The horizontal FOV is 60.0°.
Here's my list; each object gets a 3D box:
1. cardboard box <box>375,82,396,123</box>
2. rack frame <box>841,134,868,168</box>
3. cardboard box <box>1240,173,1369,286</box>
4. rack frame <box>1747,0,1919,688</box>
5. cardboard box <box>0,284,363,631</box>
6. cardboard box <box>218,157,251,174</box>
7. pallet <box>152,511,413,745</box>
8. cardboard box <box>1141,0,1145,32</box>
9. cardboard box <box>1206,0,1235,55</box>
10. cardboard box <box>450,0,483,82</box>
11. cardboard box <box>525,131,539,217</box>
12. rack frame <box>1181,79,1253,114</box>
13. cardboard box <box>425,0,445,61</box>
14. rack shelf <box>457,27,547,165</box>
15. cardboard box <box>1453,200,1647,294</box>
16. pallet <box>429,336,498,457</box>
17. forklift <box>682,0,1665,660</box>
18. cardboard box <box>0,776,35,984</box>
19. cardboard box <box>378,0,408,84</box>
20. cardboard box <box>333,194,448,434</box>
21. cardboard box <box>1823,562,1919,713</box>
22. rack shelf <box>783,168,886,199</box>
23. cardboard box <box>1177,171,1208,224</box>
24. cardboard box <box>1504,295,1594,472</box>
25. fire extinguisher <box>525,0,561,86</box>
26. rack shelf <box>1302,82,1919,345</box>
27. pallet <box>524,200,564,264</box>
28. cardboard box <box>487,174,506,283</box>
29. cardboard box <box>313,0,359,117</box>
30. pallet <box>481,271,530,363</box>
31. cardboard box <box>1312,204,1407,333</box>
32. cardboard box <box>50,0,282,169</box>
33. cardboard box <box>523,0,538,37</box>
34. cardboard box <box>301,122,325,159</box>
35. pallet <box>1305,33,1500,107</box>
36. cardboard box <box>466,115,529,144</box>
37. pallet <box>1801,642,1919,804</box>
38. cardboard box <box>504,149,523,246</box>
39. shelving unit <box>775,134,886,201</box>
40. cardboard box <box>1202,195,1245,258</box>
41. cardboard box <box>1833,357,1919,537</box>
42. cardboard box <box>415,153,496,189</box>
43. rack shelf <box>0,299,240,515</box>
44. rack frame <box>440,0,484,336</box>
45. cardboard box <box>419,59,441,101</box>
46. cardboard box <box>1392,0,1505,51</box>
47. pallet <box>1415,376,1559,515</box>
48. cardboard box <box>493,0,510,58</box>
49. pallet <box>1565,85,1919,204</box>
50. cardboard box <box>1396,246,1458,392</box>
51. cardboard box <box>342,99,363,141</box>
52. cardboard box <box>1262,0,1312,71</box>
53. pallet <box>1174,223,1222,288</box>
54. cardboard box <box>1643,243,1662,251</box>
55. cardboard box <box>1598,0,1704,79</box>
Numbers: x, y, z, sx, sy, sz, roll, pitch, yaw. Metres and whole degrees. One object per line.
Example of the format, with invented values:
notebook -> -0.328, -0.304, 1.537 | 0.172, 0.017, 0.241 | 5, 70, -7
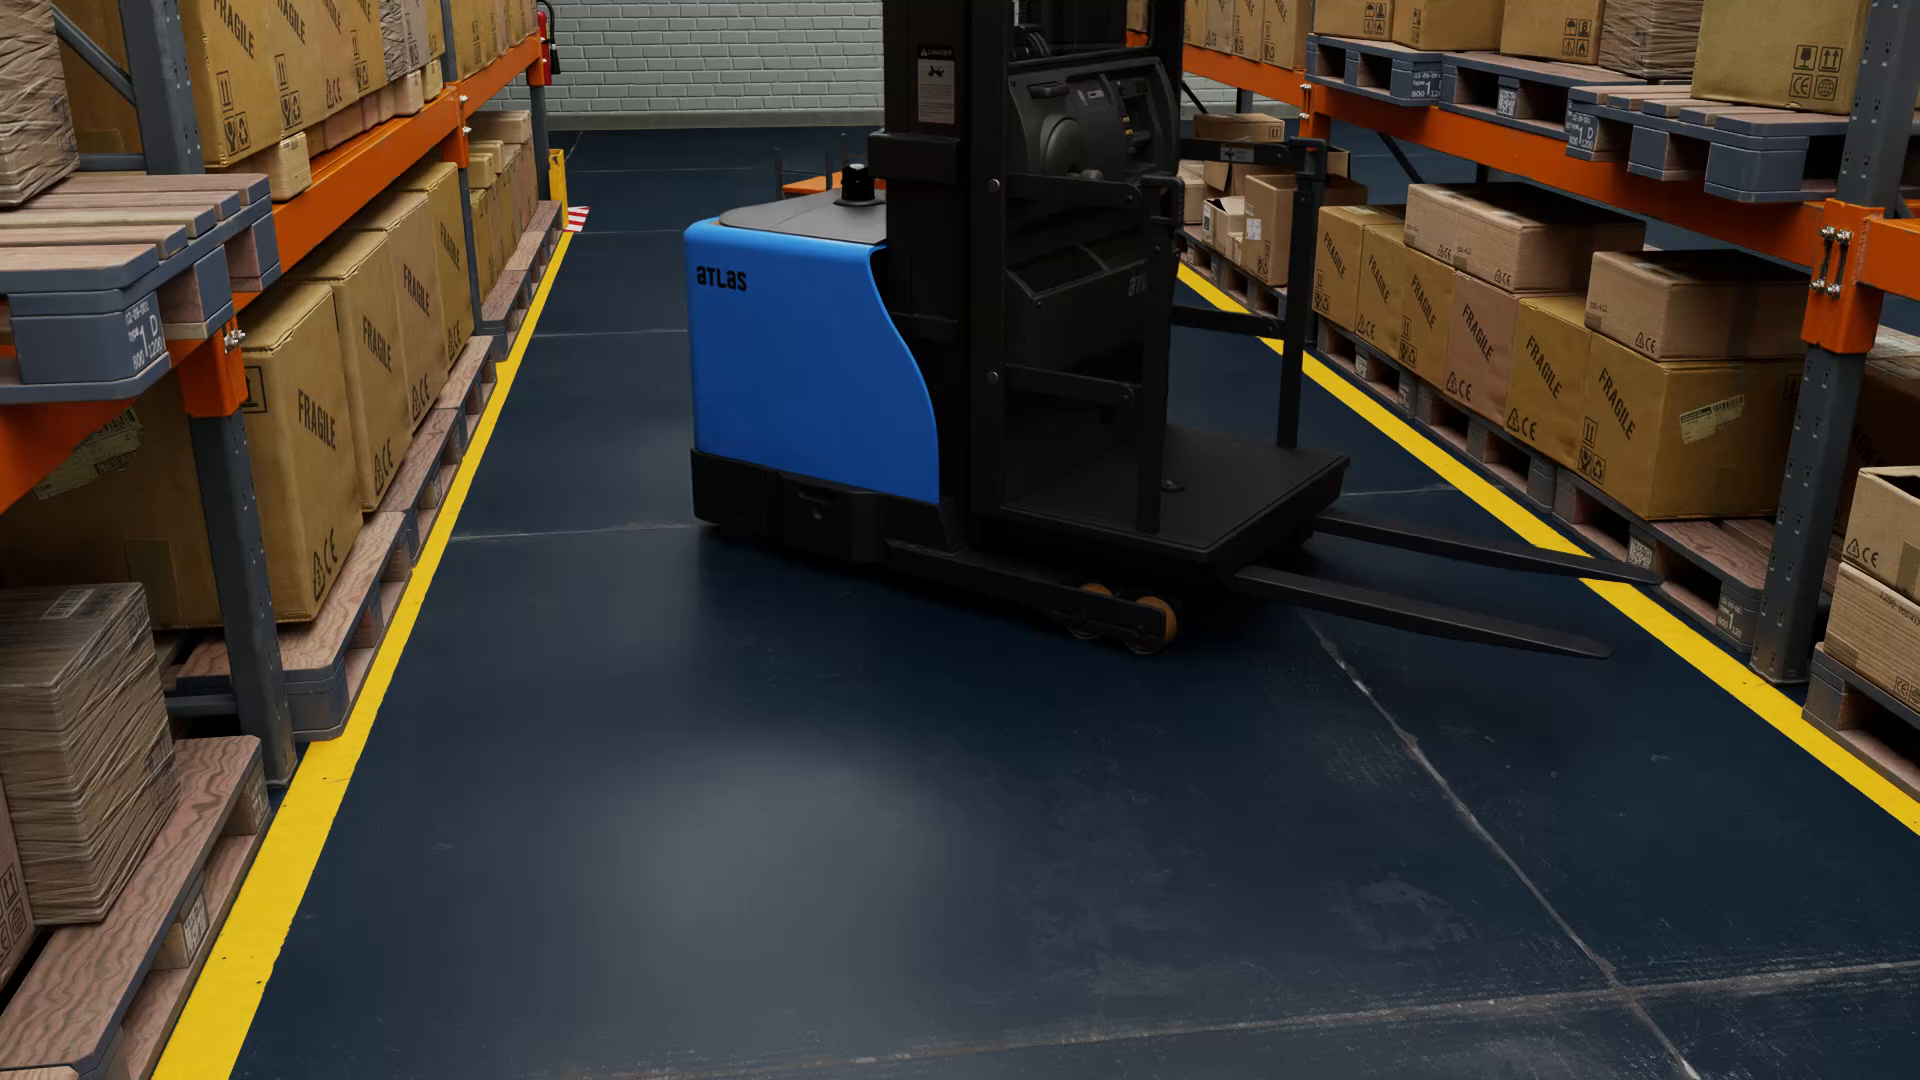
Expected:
cardboard box -> -2.285, -1.610, 6.071 | 0.380, 0.149, 0.250 | -3, 21, -8
rack frame -> -0.360, -1.030, 6.758 | 0.240, 1.200, 0.015 | 10, 23, 25
cardboard box -> 1.807, -1.645, 8.778 | 0.500, 0.500, 0.500 | -3, 21, -8
rack frame -> 2.746, -1.042, 4.219 | 1.000, 3.000, 0.127 | -3, 21, -8
cardboard box -> -2.131, -0.242, 4.549 | 0.750, 0.750, 0.750 | -3, 21, -8
cardboard box -> -2.001, -0.896, 4.159 | 0.380, 0.149, 0.250 | -3, 21, -7
pallet -> -2.194, 0.238, 4.776 | 1.003, 0.211, 1.213 | -3, 21, -8
cardboard box -> 1.476, -3.514, 10.693 | 0.500, 0.500, 0.500 | -3, 21, -8
cardboard box -> 1.692, -2.990, 9.292 | 0.500, 0.500, 0.500 | -2, 21, -7
cardboard box -> -2.794, -2.505, 7.708 | 0.980, 0.700, 0.700 | -3, 21, -7
cardboard box -> -3.109, -2.349, 10.692 | 0.700, 0.500, 0.500 | -3, 21, -8
rack frame -> 1.593, -3.812, 11.635 | 1.000, 3.000, 0.127 | -3, 21, -8
cardboard box -> -2.416, -2.224, 6.788 | 0.500, 0.500, 0.500 | -3, 21, -9
rack shelf -> -3.020, -2.531, 9.235 | 1.077, 0.370, 4.000 | -3, 21, -8
cardboard box -> 2.215, -1.114, 6.283 | 0.500, 0.250, 0.500 | -3, 21, -9
pallet -> -2.546, -0.606, 7.038 | 1.003, 0.211, 1.213 | -3, 21, -8
forklift -> 0.588, -1.252, 4.880 | 3.031, 2.935, 1.130 | 13, 24, 31
cardboard box -> -2.041, 0.605, 2.754 | 0.700, 0.500, 0.500 | -3, 21, -8
cardboard box -> -2.269, -1.874, 5.850 | 0.500, 0.500, 0.500 | -3, 21, -8
cardboard box -> -2.378, -0.840, 6.149 | 0.750, 0.750, 0.750 | -2, 21, -6
cardboard box -> 2.531, 0.245, 4.102 | 0.500, 0.250, 0.500 | -3, 21, -8
rack shelf -> -0.470, -1.322, 6.417 | 0.258, 0.148, 0.480 | 10, 23, 25
cardboard box -> 1.535, -2.181, 10.570 | 0.500, 0.250, 0.500 | -3, 21, -8
cardboard box -> 2.305, -0.568, 5.895 | 0.500, 0.500, 0.500 | -4, 21, -10
fire extinguisher -> -2.874, -3.425, 11.244 | 0.296, 0.674, 0.183 | -3, 21, -8
rack shelf -> 2.458, -1.398, 6.199 | 1.077, 0.370, 4.000 | -3, 21, -8
pallet -> -3.116, -1.982, 10.720 | 1.003, 0.211, 1.213 | -3, 21, -8
cardboard box -> -2.807, -1.640, 8.792 | 0.700, 0.500, 0.500 | -3, 21, -8
cardboard box -> -2.109, -1.521, 4.906 | 0.500, 0.500, 0.500 | -3, 21, -8
pallet -> -2.764, -1.137, 8.458 | 1.003, 0.211, 1.213 | -3, 21, -8
cardboard box -> 1.998, -1.282, 7.806 | 0.500, 0.500, 0.500 | -4, 21, -10
cardboard box -> -1.972, -1.168, 3.959 | 0.500, 0.500, 0.500 | -2, 21, -6
cardboard box -> -3.225, -3.525, 10.439 | 0.980, 0.700, 0.700 | -2, 21, -5
cardboard box -> -2.187, -1.252, 5.113 | 0.380, 0.149, 0.250 | -3, 21, -7
pallet -> 2.177, -2.055, 7.205 | 1.003, 0.211, 1.213 | -3, 21, -8
cardboard box -> -2.872, -2.529, 10.247 | 0.380, 0.149, 0.250 | -2, 21, -6
pallet -> 2.826, 0.551, 3.939 | 1.003, 0.211, 1.213 | -3, 21, -8
cardboard box -> -2.963, -2.002, 9.762 | 0.700, 0.500, 0.500 | -4, 21, -10
shelving unit -> -0.470, -0.954, 6.554 | 0.258, 1.200, 0.503 | 10, 23, 25
cardboard box -> 1.699, -1.816, 9.506 | 0.500, 0.311, 0.500 | -3, 21, -8
cardboard box -> 2.963, -0.249, 5.040 | 0.500, 0.500, 0.500 | -2, 21, -5
cardboard box -> -2.607, -1.897, 8.555 | 0.380, 0.149, 0.250 | -2, 21, -6
rack shelf -> -1.867, 0.238, 1.819 | 1.077, 0.370, 4.000 | -3, 21, -8
rack frame -> -2.732, -2.176, 7.255 | 1.000, 3.000, 0.127 | -3, 21, -8
cardboard box -> -2.343, -1.879, 6.790 | 0.380, 0.149, 0.250 | -3, 21, -7
cardboard box -> 2.178, -2.260, 6.738 | 0.700, 0.500, 0.500 | 0, 20, 1
pallet -> 2.503, -0.418, 6.533 | 1.003, 0.211, 1.213 | -3, 21, -8
cardboard box -> -3.008, -3.010, 9.058 | 0.980, 0.700, 0.700 | -4, 21, -10
pallet -> 2.579, -1.183, 4.872 | 1.213, 0.211, 1.003 | -3, 21, -8
cardboard box -> 2.151, -0.925, 6.849 | 0.500, 0.500, 0.500 | -3, 21, -7
cardboard box -> -2.236, -1.430, 5.589 | 0.380, 0.149, 0.250 | -2, 21, -6
cardboard box -> 1.844, -2.634, 8.339 | 0.500, 0.500, 0.500 | -3, 21, -7
pallet -> 1.892, -1.782, 10.186 | 1.003, 0.211, 1.213 | -3, 21, -8
cardboard box -> 2.659, -0.961, 6.945 | 0.500, 0.500, 0.500 | -3, 21, -7
cardboard box -> 2.601, -1.824, 5.571 | 0.700, 0.500, 0.500 | 1, 20, 2
